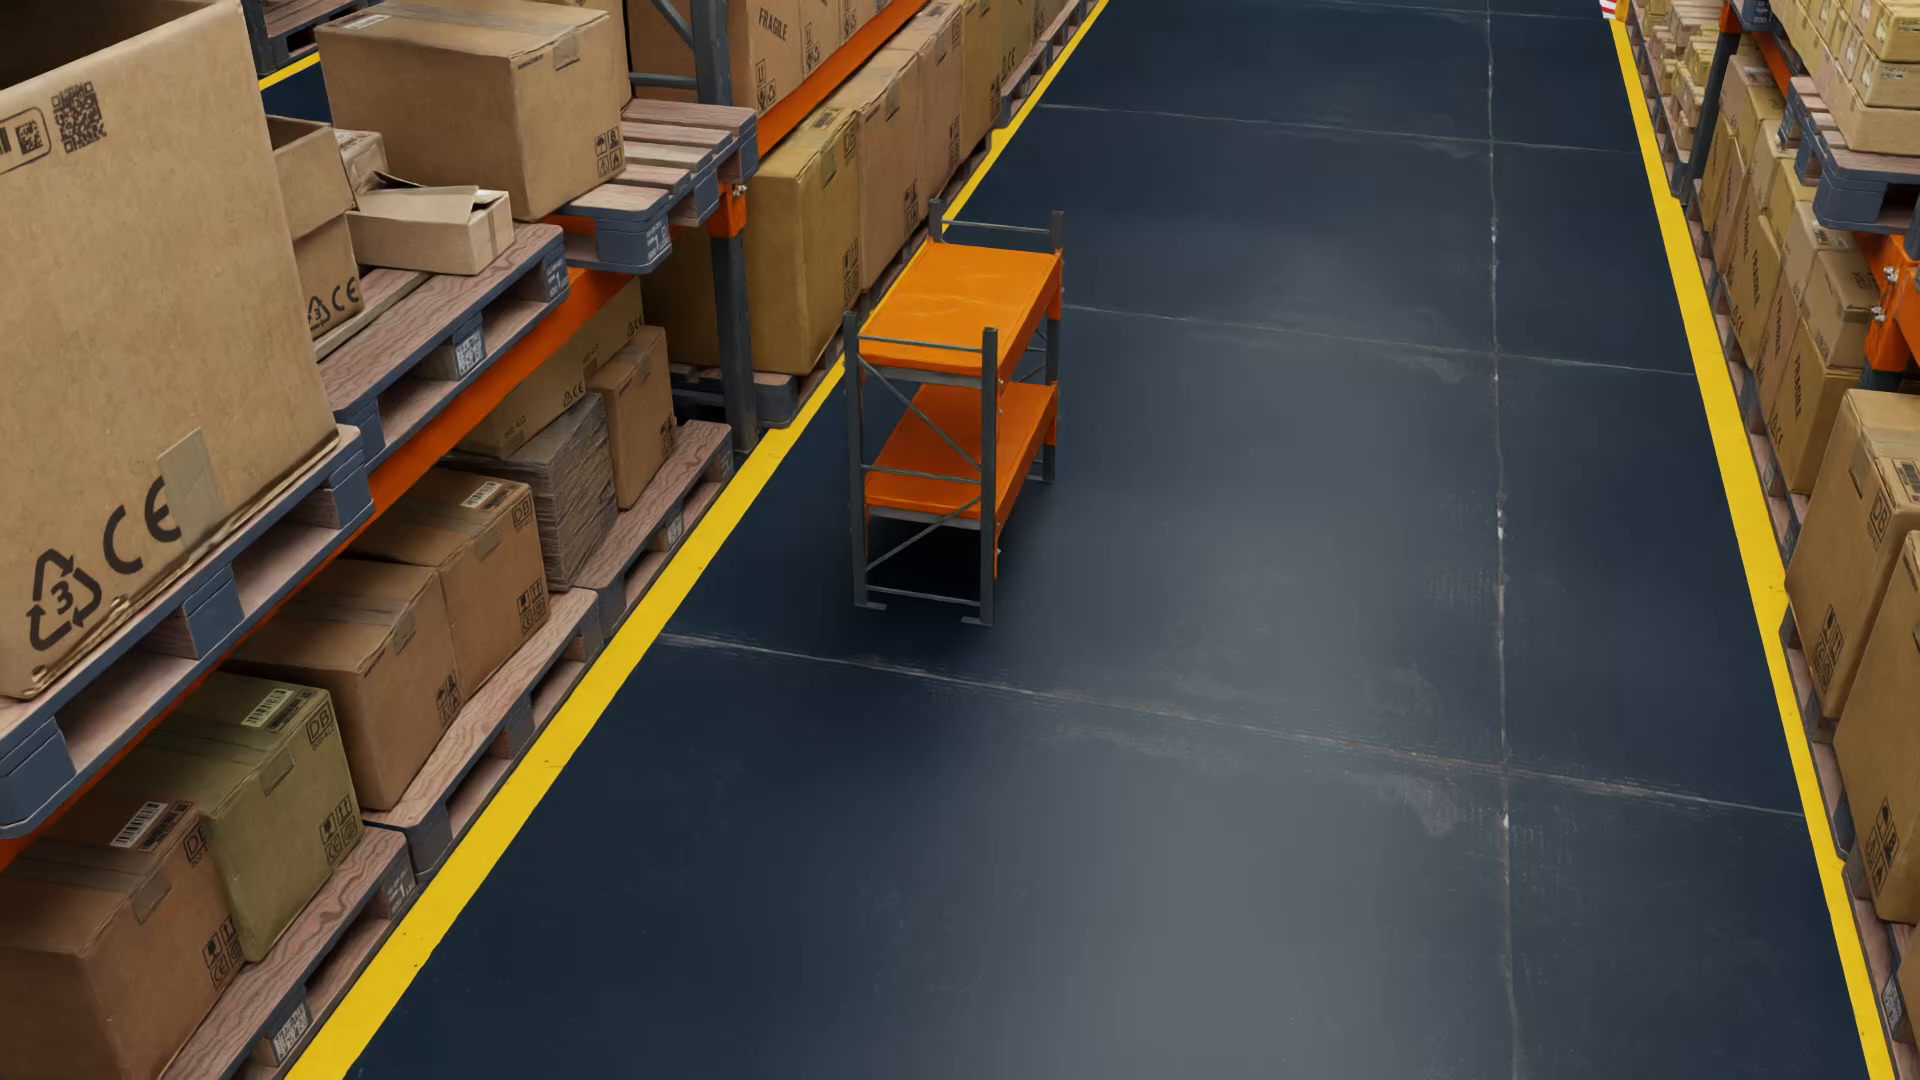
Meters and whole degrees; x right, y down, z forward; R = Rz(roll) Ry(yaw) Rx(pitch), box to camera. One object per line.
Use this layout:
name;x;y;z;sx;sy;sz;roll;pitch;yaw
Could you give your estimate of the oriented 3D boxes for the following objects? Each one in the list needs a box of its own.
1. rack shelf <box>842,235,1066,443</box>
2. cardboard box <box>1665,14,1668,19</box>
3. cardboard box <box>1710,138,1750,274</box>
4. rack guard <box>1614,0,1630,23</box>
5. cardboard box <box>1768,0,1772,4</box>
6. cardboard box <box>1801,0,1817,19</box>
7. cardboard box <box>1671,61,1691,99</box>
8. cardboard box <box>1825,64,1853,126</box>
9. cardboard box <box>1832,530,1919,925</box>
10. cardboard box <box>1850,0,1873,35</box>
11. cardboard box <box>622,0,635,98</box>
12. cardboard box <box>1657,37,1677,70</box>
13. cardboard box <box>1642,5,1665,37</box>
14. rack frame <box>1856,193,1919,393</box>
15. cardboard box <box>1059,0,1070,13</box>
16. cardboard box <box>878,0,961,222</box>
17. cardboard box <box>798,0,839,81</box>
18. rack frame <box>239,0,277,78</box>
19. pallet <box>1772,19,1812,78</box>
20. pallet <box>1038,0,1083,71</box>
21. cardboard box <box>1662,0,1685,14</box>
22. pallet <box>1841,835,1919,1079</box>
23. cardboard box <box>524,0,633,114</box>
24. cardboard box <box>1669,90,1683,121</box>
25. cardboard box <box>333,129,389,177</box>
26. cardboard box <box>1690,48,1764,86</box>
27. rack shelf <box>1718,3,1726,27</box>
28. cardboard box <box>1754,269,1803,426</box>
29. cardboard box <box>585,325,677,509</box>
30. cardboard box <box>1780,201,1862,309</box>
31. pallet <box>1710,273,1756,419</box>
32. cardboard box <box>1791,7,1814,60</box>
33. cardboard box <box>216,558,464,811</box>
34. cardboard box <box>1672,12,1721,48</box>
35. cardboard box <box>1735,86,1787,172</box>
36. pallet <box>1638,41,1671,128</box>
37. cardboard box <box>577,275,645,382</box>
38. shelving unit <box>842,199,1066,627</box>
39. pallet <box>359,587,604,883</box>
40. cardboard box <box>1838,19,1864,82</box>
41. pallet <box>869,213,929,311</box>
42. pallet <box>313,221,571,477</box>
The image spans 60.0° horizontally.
rack shelf;0.002;-0.725;5.797;0.538;0.278;1.000;8;33;12
cardboard box;4.842;-3.450;10.870;0.380;0.149;0.250;6;33;10
cardboard box;3.878;-1.555;7.838;0.500;0.500;0.500;10;34;15
rack guard;5.451;-4.036;12.132;1.175;0.500;0.348;8;33;12
cardboard box;3.584;-2.305;6.923;0.380;0.149;0.250;7;33;12
cardboard box;3.384;-2.028;6.210;0.380;0.149;0.250;8;33;12
cardboard box;4.335;-2.644;9.602;0.380;0.149;0.250;7;33;11
cardboard box;3.185;-1.497;5.652;0.380;0.149;0.250;8;33;12
cardboard box;2.979;0.551;4.292;1.050;0.750;0.750;9;33;13
cardboard box;3.187;-1.748;5.491;0.380;0.149;0.250;8;33;12
cardboard box;-1.447;-2.038;6.567;0.500;0.500;0.500;9;34;14
cardboard box;4.648;-3.071;10.551;0.380;0.149;0.250;8;33;12
cardboard box;4.813;-3.481;11.196;0.380;0.149;0.250;8;33;13
rack frame;3.440;-0.979;4.994;1.000;3.000;0.127;8;33;12
cardboard box;0.382;-4.323;11.844;0.875;0.875;0.875;8;33;12
cardboard box;-0.686;-2.264;8.604;1.225;0.875;0.875;7;33;11
cardboard box;-0.817;-2.232;6.871;0.500;0.500;0.500;7;33;11
rack frame;-5.108;-4.456;10.464;1.000;3.000;0.127;8;33;12
pallet;3.902;-1.931;6.670;1.003;0.211;1.213;8;33;12
pallet;0.259;-3.624;11.754;1.003;0.211;1.213;8;33;12
cardboard box;4.693;-3.444;10.583;0.380;0.149;0.250;9;33;13
pallet;2.855;1.228;4.122;1.003;0.211;1.213;8;33;12
cardboard box;-1.431;-1.640;5.549;0.500;0.500;0.500;4;33;6
cardboard box;4.376;-2.548;9.728;0.380;0.149;0.250;7;33;11
cardboard box;-1.980;-0.982;4.747;0.500;0.250;0.500;7;33;11
cardboard box;4.320;-2.638;9.314;0.380;0.149;0.250;8;33;13
rack shelf;4.962;-3.789;10.084;1.077;0.370;4.000;8;33;12
cardboard box;3.489;-0.747;6.568;0.500;0.500;0.500;9;34;14
cardboard box;-1.483;-0.487;6.140;0.700;0.500;0.500;6;33;10
cardboard box;3.477;-1.072;6.379;0.500;0.250;0.500;8;33;13
pallet;3.951;-0.838;7.372;1.003;0.211;1.213;8;33;12
cardboard box;3.383;-1.899;6.284;0.380;0.149;0.250;7;33;10
cardboard box;-1.890;0.387;4.764;0.700;0.500;0.500;5;33;8
cardboard box;4.497;-3.045;9.955;0.380;0.149;0.250;6;33;10
cardboard box;3.879;-1.869;7.634;0.500;0.250;0.500;9;34;14
pallet;4.899;-2.866;10.562;1.003;0.211;1.213;8;33;12
cardboard box;-1.473;-0.802;5.936;0.500;0.250;0.500;9;34;14
shelving unit;0.002;-0.478;5.954;0.538;1.125;1.048;8;33;12
pallet;-1.844;0.507;5.256;1.003;0.211;1.213;8;33;12
cardboard box;3.191;-1.633;5.588;0.380;0.149;0.250;9;34;14
pallet;-0.748;-1.560;8.507;1.003;0.211;1.213;8;33;12
pallet;-1.795;-0.593;4.565;1.003;0.211;1.213;8;33;12
